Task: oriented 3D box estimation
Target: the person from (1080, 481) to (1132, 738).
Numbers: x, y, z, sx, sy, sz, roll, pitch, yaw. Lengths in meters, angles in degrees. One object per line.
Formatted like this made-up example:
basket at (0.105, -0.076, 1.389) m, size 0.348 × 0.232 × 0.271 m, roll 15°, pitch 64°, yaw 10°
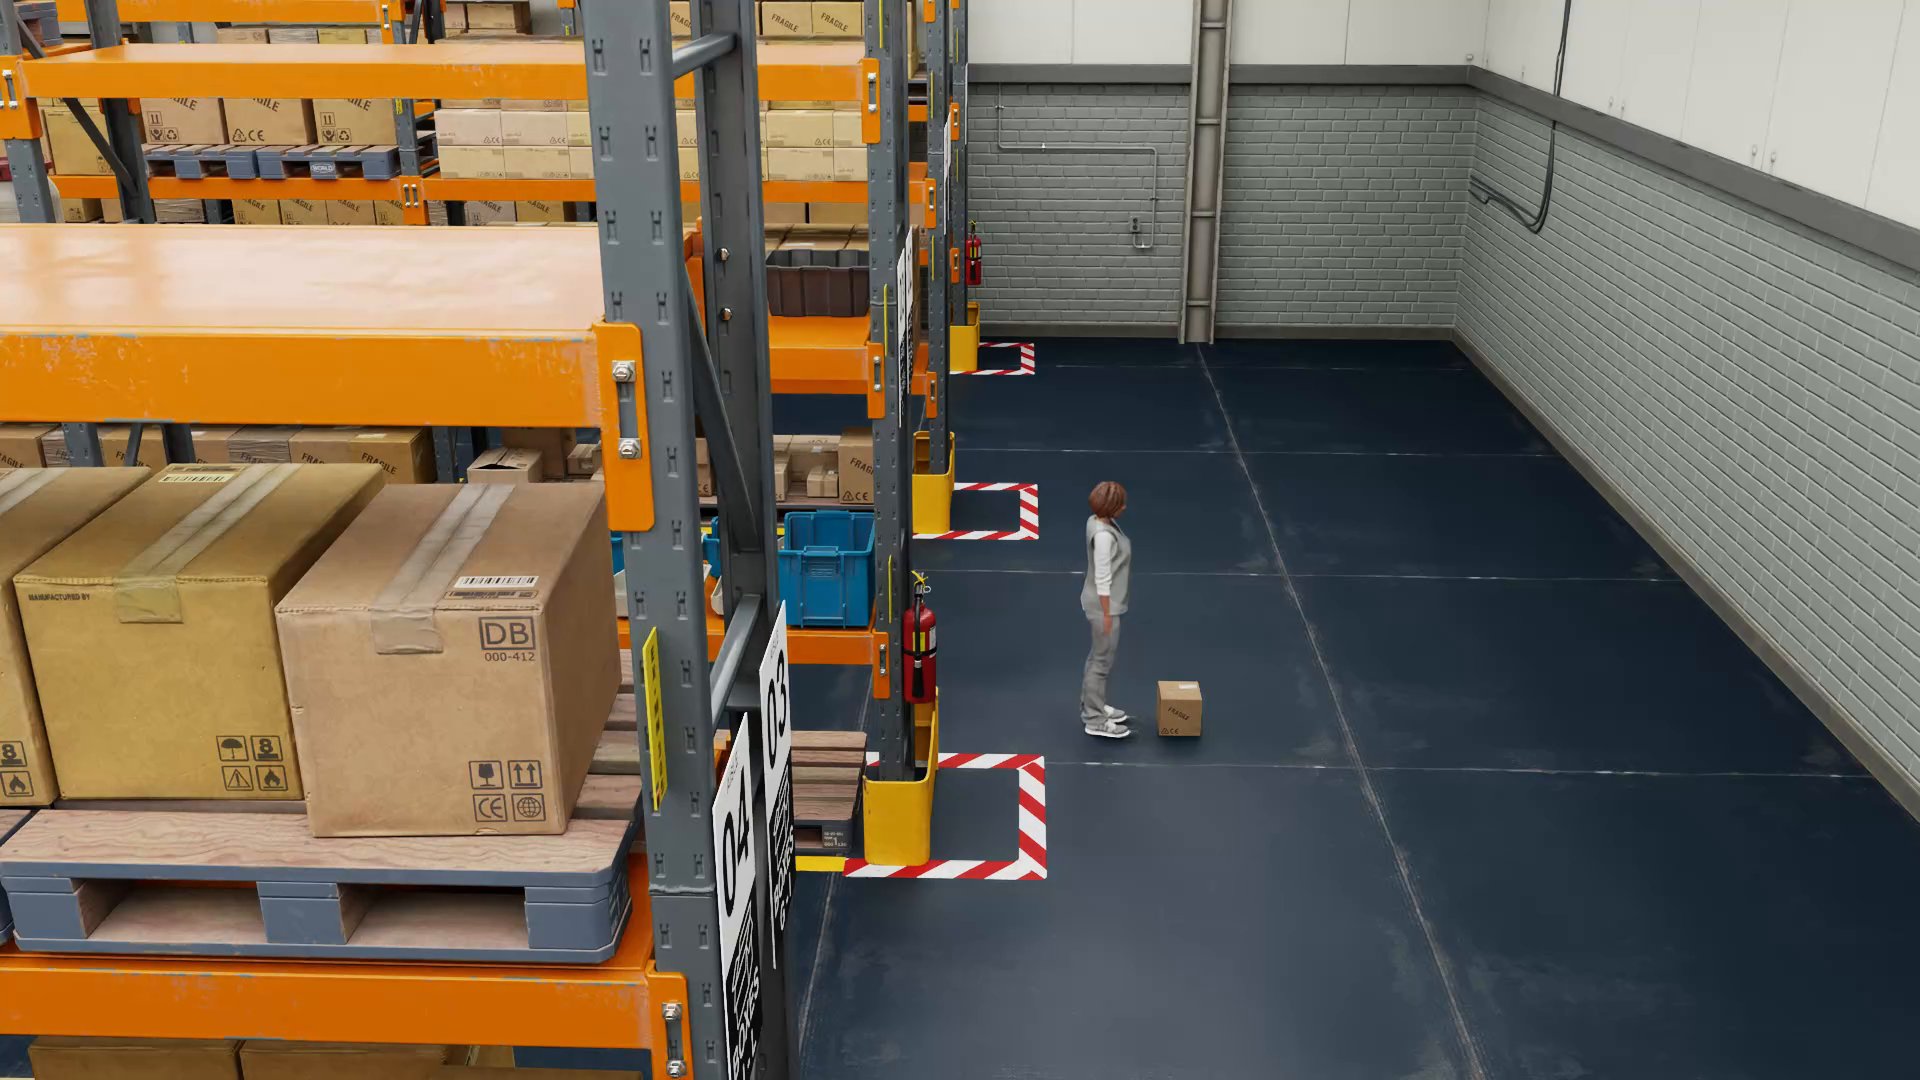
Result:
person at (0.886, 0.403, 10.043) m, size 0.315 × 1.601 × 0.408 m, roll 1°, pitch 21°, yaw 3°
